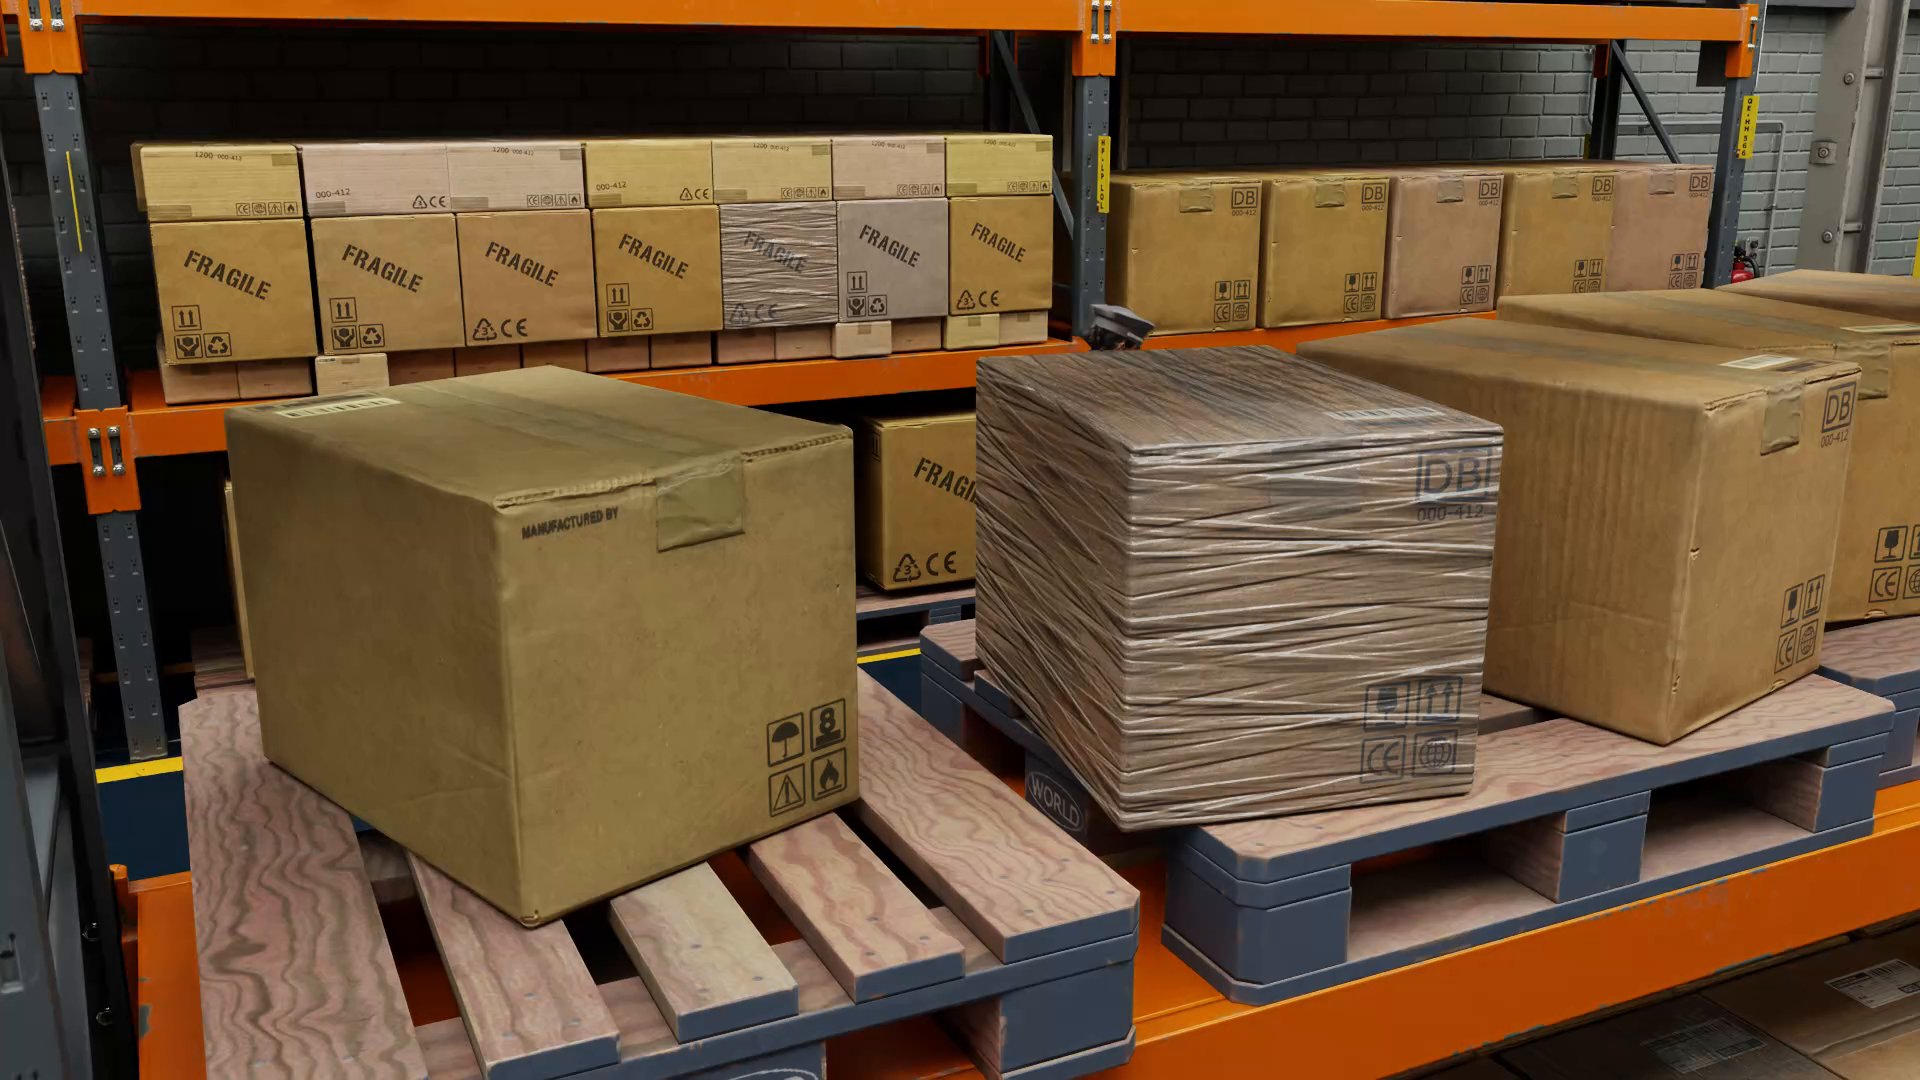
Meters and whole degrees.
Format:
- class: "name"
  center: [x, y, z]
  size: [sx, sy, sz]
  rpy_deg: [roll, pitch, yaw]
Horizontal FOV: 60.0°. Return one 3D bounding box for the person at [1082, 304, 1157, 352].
- class: "person"
  center: [0.526, -0.115, 6.556]
  size: [0.465, 1.616, 0.504]
  rpy_deg: [-7, 17, -24]
